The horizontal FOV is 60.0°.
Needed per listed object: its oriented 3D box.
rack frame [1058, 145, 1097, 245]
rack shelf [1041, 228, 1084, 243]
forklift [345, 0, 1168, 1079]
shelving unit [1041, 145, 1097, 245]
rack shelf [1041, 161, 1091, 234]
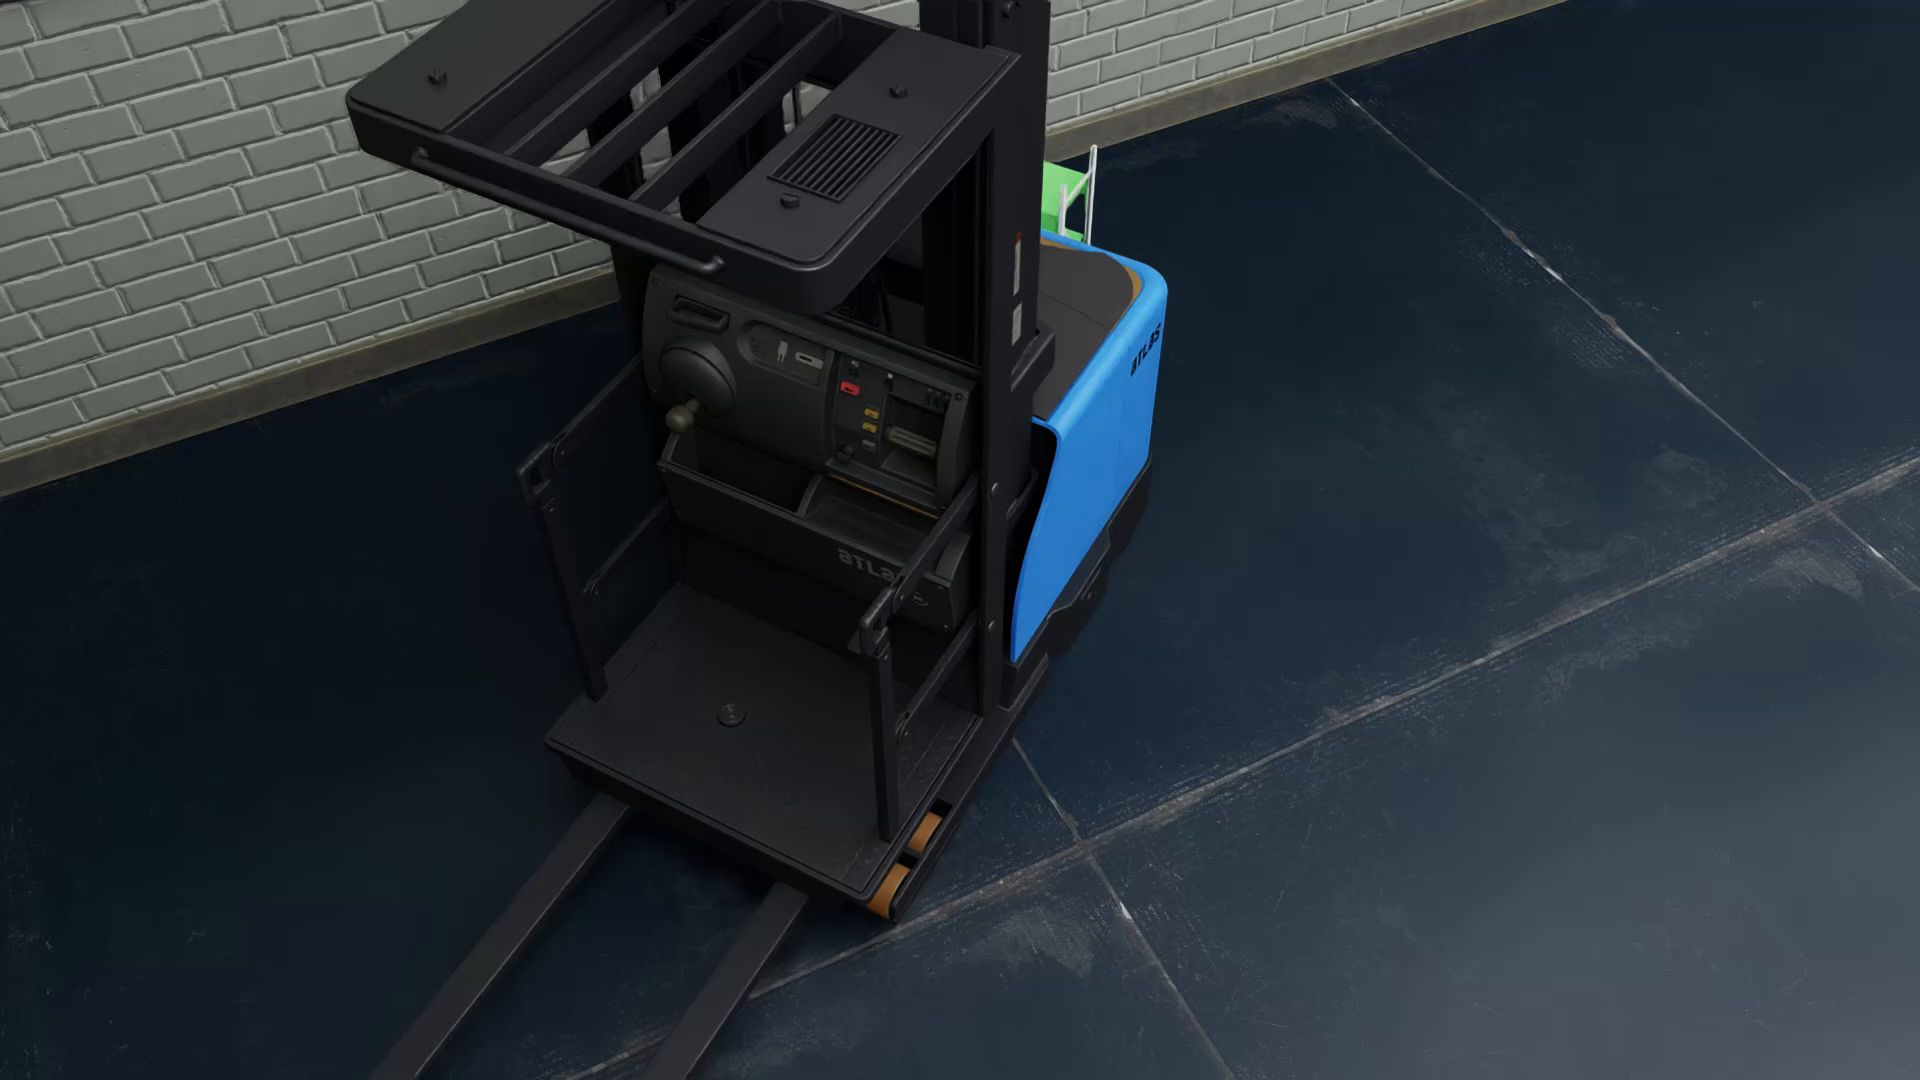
[{"bbox_3d":[0.371,-0.771,5.627,0.015,1.200,0.240,22,52,18],"label":"rack frame"},{"bbox_3d":[0.155,-0.973,5.570,0.480,0.148,0.258,22,52,18],"label":"rack shelf"},{"bbox_3d":[-0.501,-0.274,4.043,1.130,2.935,3.031,22,52,18],"label":"forklift"},{"bbox_3d":[0.155,-0.857,5.703,0.503,1.200,0.258,22,52,18],"label":"shelving unit"},{"bbox_3d":[0.155,-1.131,5.389,0.480,0.148,0.258,22,52,18],"label":"rack shelf"}]
